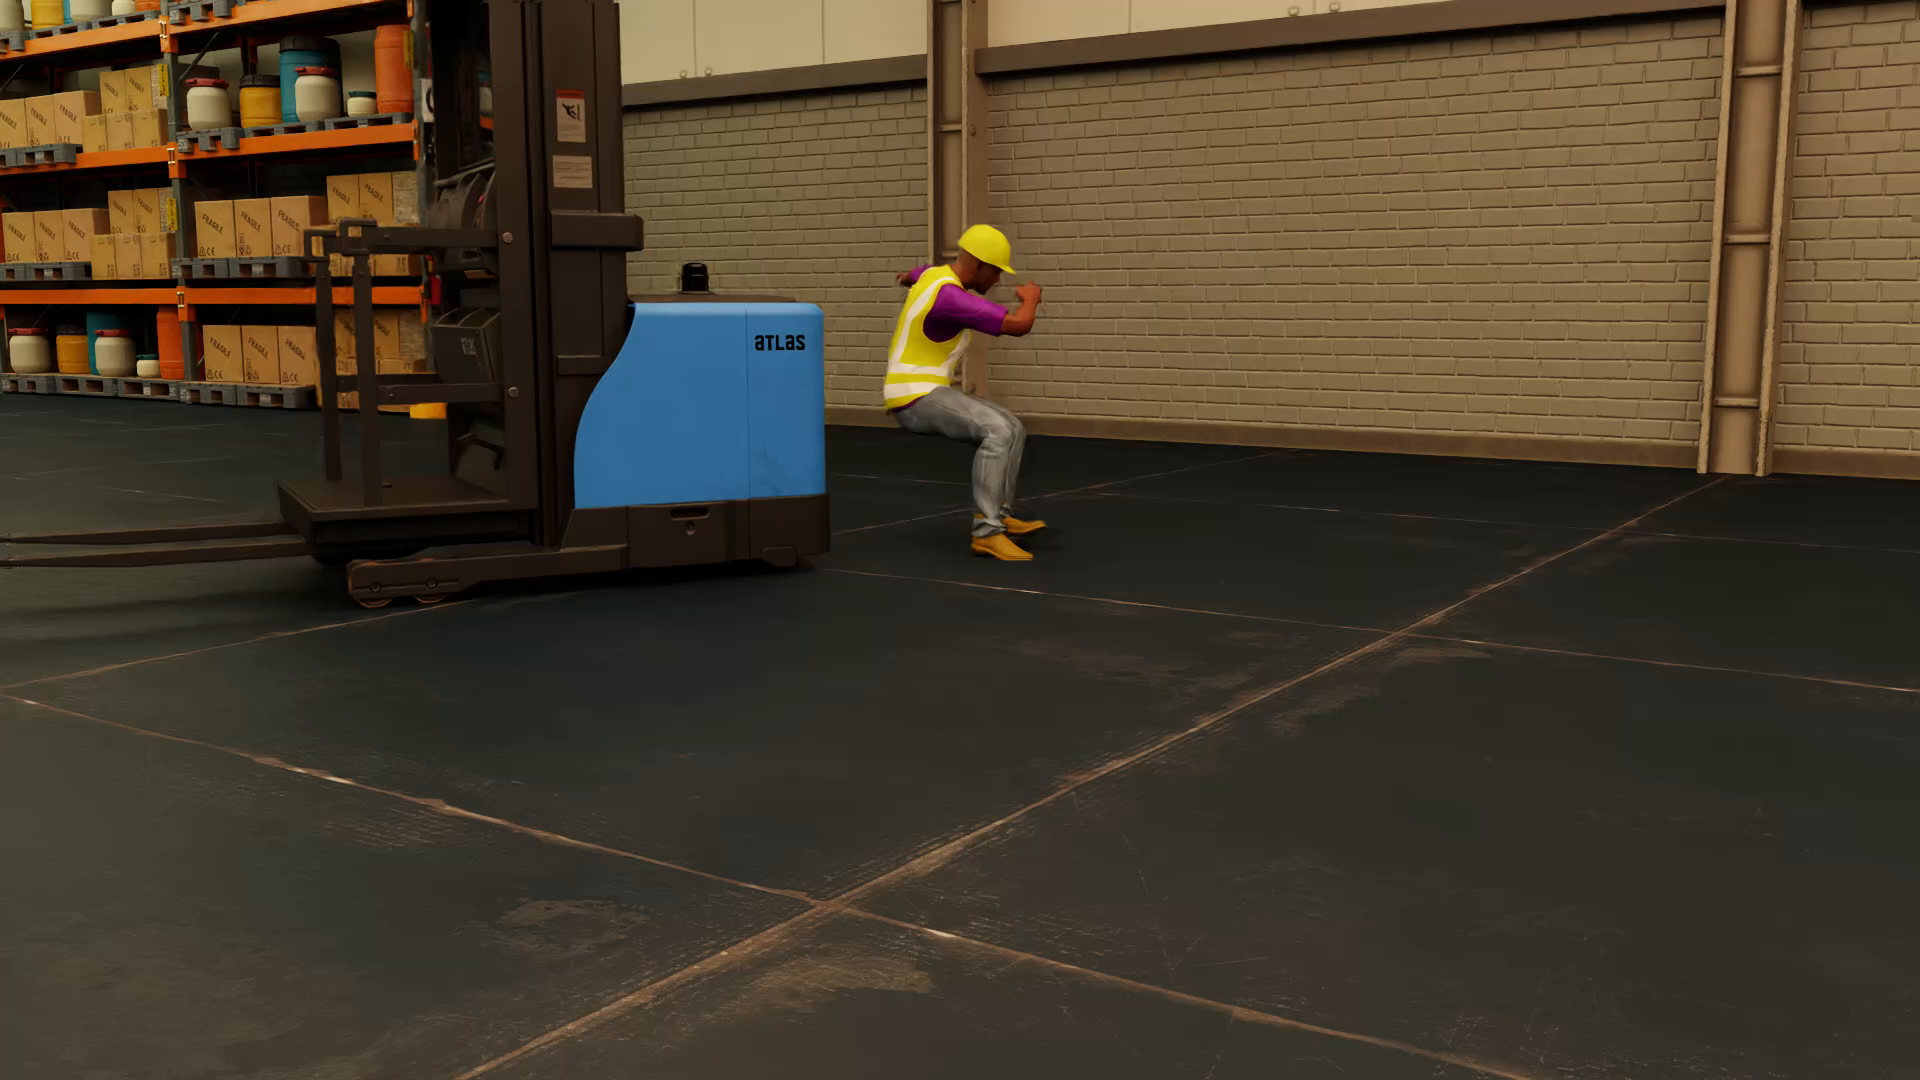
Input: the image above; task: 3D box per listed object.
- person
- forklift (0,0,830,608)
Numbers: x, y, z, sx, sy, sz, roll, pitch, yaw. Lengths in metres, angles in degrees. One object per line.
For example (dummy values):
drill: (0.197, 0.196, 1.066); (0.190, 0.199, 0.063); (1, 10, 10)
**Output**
person: (0.015, -0.702, 7.593); (0.727, 1.432, 1.429); (0, 8, -1)
forklift: (-2.077, -1.293, 6.288); (3.031, 2.935, 1.130); (-4, 9, -28)
